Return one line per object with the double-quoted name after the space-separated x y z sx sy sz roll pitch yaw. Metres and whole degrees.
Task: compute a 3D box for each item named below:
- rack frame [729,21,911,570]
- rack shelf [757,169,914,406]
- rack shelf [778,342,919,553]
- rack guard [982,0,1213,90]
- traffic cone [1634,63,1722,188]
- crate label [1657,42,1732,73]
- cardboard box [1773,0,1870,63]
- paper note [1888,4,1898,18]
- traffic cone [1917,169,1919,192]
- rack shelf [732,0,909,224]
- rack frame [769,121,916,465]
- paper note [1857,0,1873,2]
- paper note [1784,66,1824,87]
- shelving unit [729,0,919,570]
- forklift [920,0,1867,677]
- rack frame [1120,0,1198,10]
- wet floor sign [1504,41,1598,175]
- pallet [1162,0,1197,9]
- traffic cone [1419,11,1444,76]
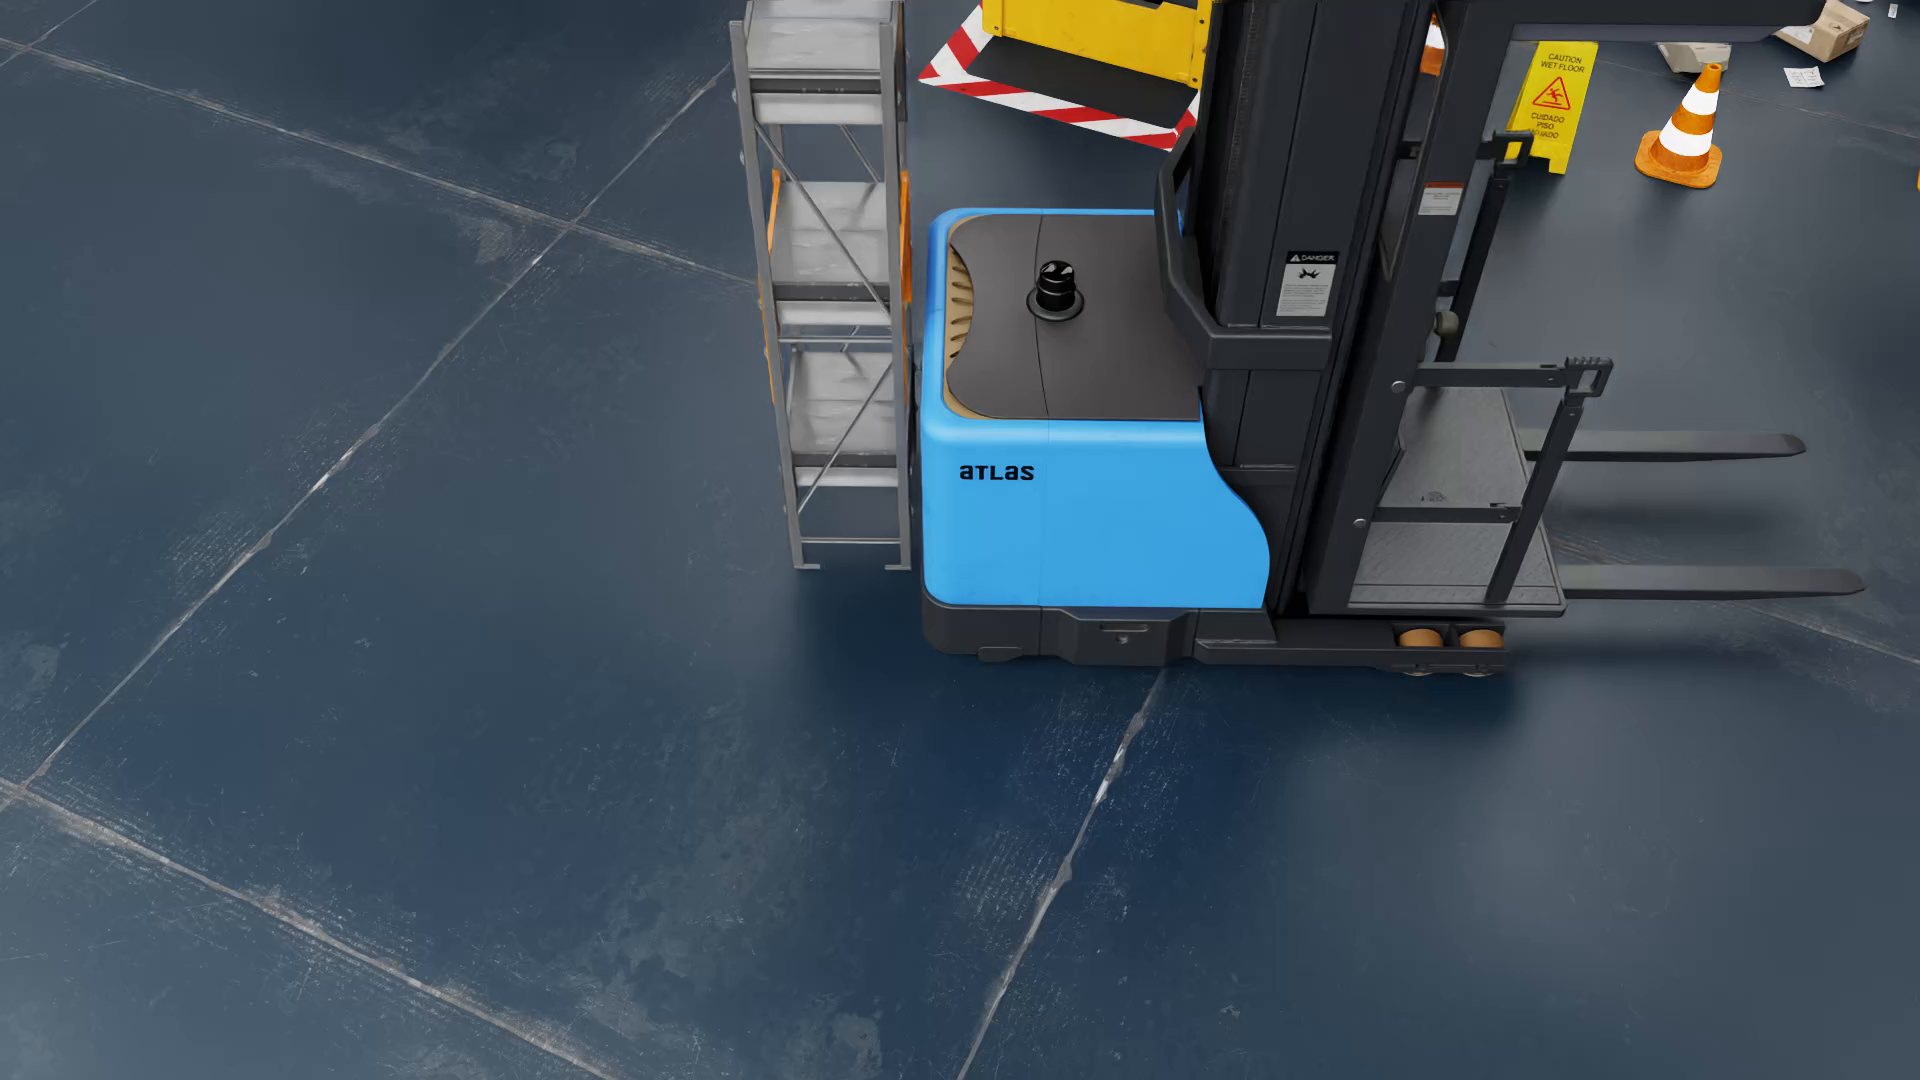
-0.366 -0.585 4.869 0.400 2.100 0.015 1 50 1 "rack frame"
-0.362 -0.762 5.038 0.431 0.518 0.480 1 50 1 "rack shelf"
-0.362 -0.308 5.571 0.431 0.518 0.480 1 50 1 "rack shelf"
0.684 -2.474 7.527 1.175 0.500 0.348 20 52 16 "rack guard"
3.081 -1.780 6.961 0.336 0.463 0.334 20 52 16 "traffic cone"
3.361 -2.236 7.563 0.250 0.136 0.298 -4 50 -3 "crate label"
3.946 -2.395 7.690 0.250 0.149 0.380 -28 55 -22 "cardboard box"
4.420 -2.508 7.877 0.032 0.001 0.123 20 52 16 "paper note"
4.230 -1.653 6.853 0.336 0.463 0.334 20 52 16 "traffic cone"
-0.362 -1.216 4.504 0.431 0.518 0.480 1 50 1 "rack shelf"
-0.359 -0.957 5.185 0.400 2.100 0.015 1 50 1 "rack frame"
4.316 -2.628 7.974 0.142 0.019 0.148 -37 59 -27 "paper note"
3.817 -2.096 7.513 0.148 0.019 0.142 4 50 3 "paper note"
-0.362 -0.771 5.027 0.431 2.100 0.503 1 50 1 "shelving unit"
1.397 -0.920 4.609 3.031 2.935 1.130 1 50 1 "forklift"
0.694 -3.301 6.589 1.000 3.000 0.127 20 52 16 "rack frame"
2.472 -1.873 6.920 0.267 0.644 0.232 12 51 10 "wet floor sign"
0.965 -2.973 8.141 1.003 0.211 1.213 20 52 16 "pallet"
2.205 -2.382 7.473 0.336 0.463 0.334 20 52 16 "traffic cone"
